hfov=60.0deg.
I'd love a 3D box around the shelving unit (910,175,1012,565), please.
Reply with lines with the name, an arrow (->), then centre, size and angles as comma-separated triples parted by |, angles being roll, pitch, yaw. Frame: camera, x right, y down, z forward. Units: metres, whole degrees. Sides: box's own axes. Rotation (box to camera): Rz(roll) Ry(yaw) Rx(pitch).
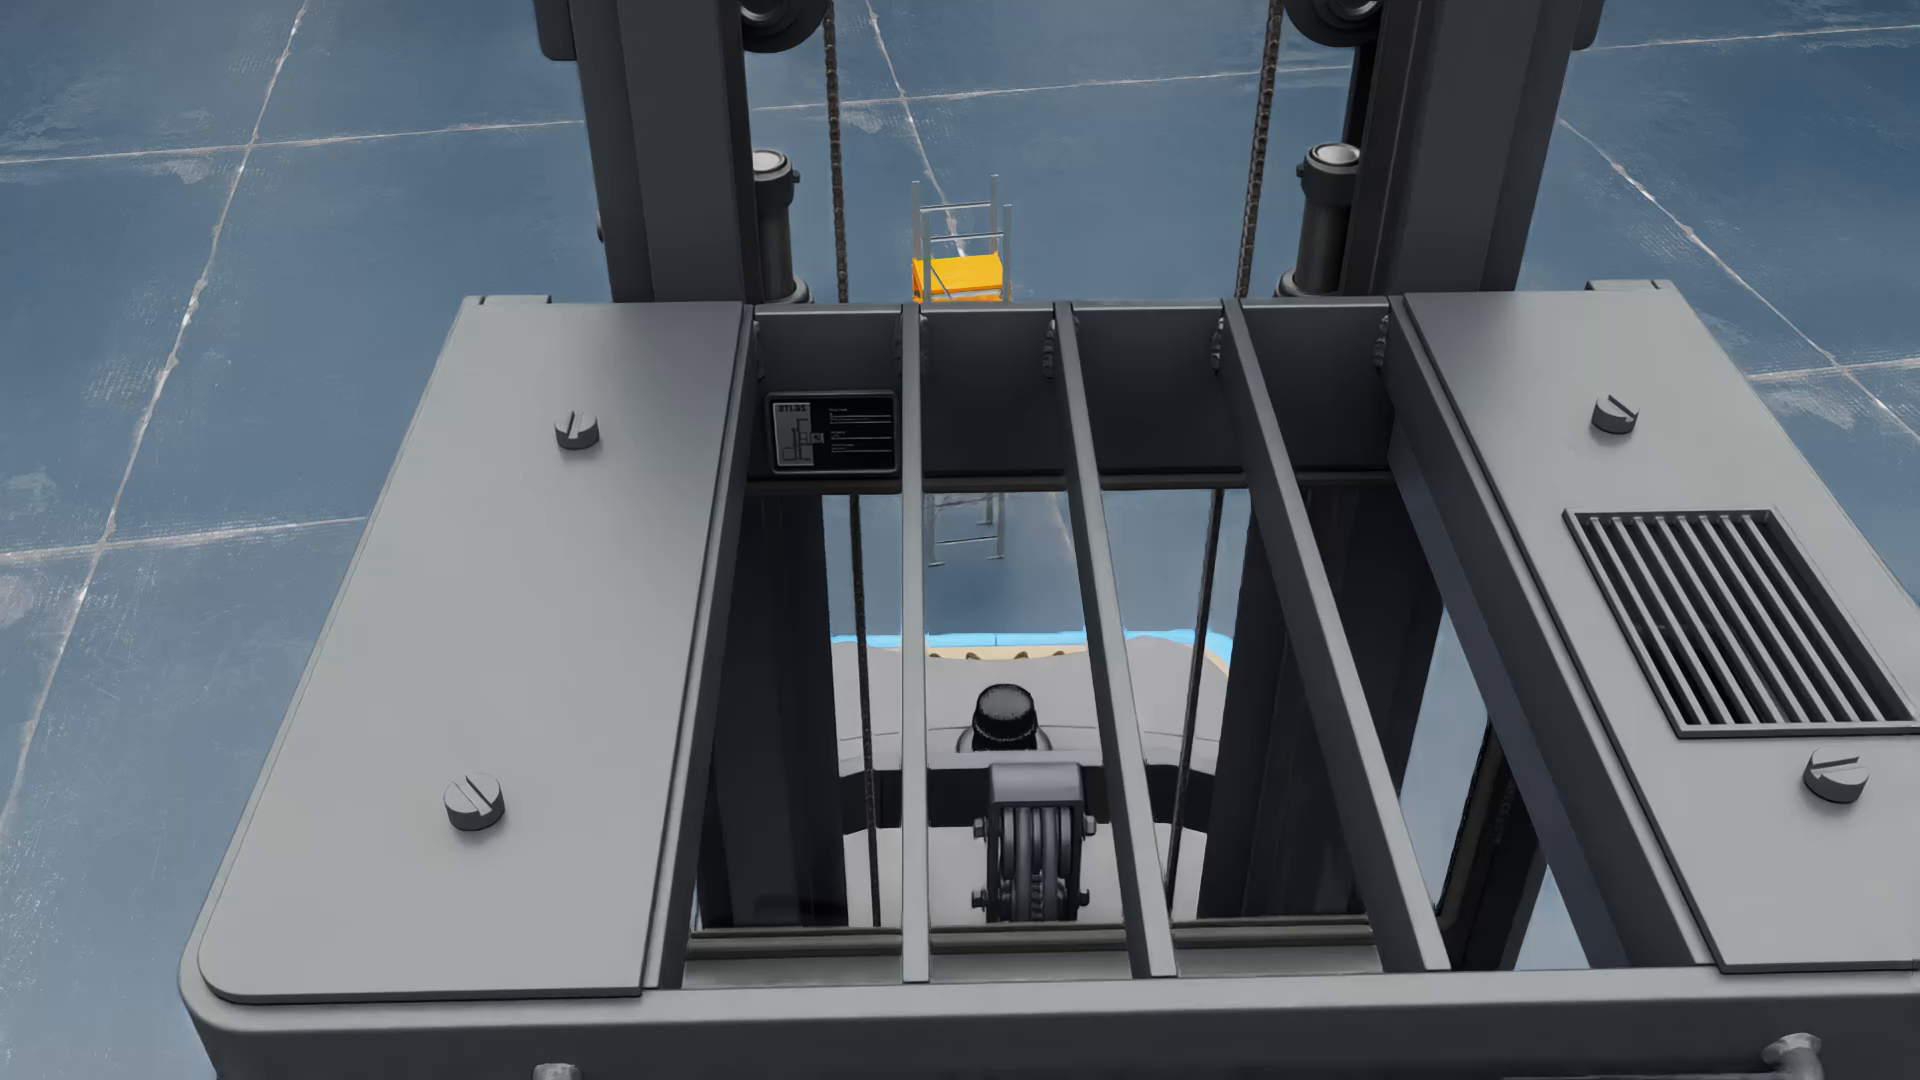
shelving unit -> 0.003, -0.465, 4.871 | 0.258, 1.200, 0.189 | -6, 38, -8

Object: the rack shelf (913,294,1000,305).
rack shelf -> 0.003, -0.620, 4.751 | 0.258, 0.103, 0.180 | -6, 38, -8

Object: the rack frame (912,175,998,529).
rack frame -> -0.013, -0.520, 4.942 | 0.240, 1.200, 0.006 | -6, 38, -8

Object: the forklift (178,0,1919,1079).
forklift -> 0.109, 0.772, 1.867 | 1.130, 2.935, 3.031 | -1, 38, -1

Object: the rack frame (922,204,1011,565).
rack frame -> 0.019, -0.410, 4.800 | 0.240, 1.200, 0.006 | -6, 38, -8

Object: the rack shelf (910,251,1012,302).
rack shelf -> 0.003, -0.714, 4.677 | 0.258, 0.103, 0.180 | -6, 38, -8
